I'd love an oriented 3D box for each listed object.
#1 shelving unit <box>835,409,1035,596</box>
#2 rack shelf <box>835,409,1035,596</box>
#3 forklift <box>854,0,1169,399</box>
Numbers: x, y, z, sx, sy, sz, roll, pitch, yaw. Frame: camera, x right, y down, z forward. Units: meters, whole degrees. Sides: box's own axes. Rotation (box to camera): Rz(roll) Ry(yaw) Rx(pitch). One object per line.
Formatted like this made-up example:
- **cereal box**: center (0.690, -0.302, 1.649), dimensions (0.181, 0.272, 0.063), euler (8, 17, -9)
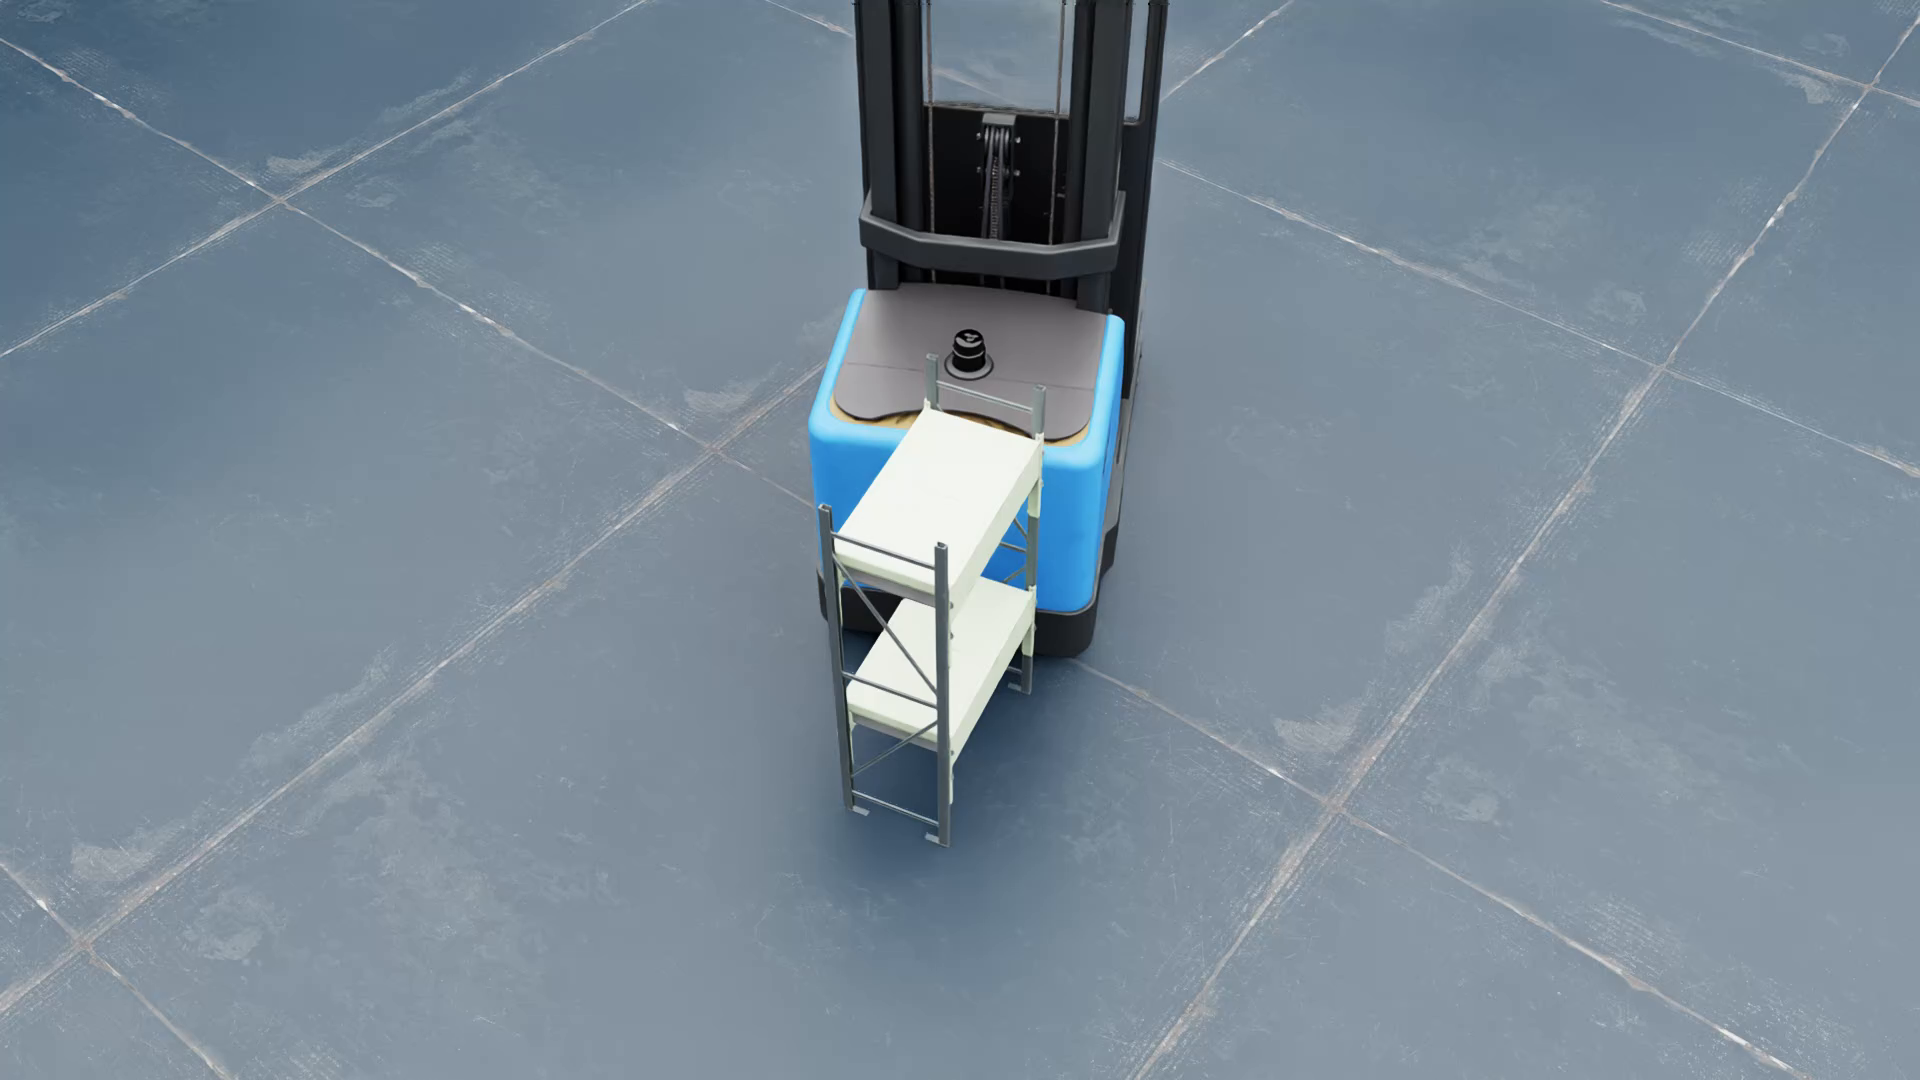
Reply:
- **shelving unit**: center (-0.070, -0.125, 5.107), dimensions (0.368, 0.052, 0.686), euler (18, 49, 16)
- **rack shelf**: center (-0.070, -0.125, 5.107), dimensions (0.368, 0.052, 0.686), euler (18, 49, 16)
- **forklift**: center (0.289, -1.894, 6.670), dimensions (1.118, 2.733, 2.170), euler (7, 47, 7)
